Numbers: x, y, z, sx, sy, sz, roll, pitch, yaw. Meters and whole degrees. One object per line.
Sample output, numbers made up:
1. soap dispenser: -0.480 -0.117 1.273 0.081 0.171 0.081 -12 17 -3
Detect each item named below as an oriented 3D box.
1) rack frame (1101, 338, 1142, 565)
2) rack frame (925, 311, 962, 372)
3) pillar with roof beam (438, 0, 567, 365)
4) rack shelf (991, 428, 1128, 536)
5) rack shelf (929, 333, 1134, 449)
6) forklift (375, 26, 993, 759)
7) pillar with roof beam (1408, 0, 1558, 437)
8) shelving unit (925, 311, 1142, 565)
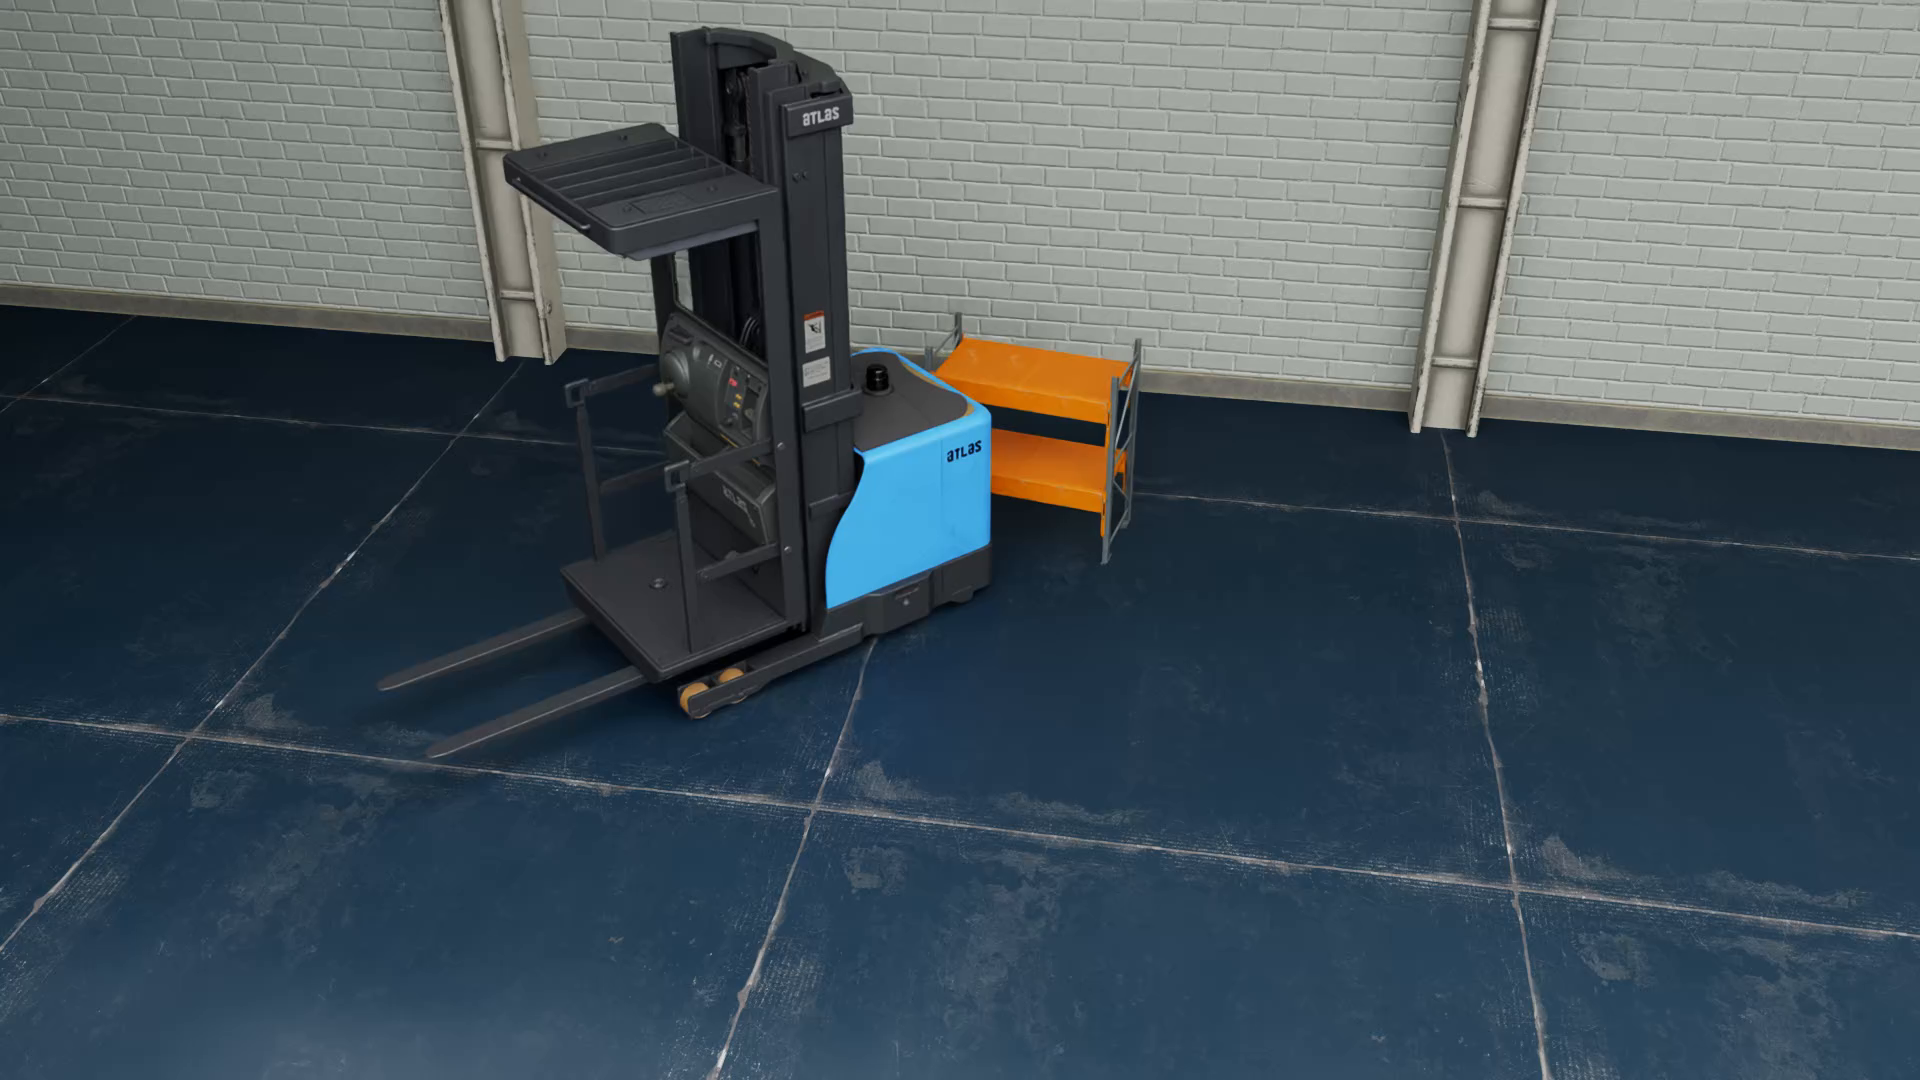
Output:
1. rack frame: 0.869 -0.470 8.941 0.032 1.125 0.500 11 34 17
2. rack frame: -0.088 -0.653 9.233 0.032 1.125 0.500 11 34 17
3. pillar with roof beam: -3.621 -2.831 5.291 0.400 9.000 9.100 5 32 8
4. rack shelf: 0.390 -0.354 9.217 1.000 0.278 0.538 11 34 17
5. rack shelf: 0.390 -0.810 8.932 1.000 0.278 0.538 11 34 17
6. forklift: -1.313 -0.714 7.629 3.031 2.935 1.130 -21 38 -30
7. pillar with roof beam: 2.293 -2.295 4.436 0.400 9.000 9.100 5 32 8
8. shelving unit: 0.390 -0.562 9.087 1.048 1.125 0.538 11 34 17
